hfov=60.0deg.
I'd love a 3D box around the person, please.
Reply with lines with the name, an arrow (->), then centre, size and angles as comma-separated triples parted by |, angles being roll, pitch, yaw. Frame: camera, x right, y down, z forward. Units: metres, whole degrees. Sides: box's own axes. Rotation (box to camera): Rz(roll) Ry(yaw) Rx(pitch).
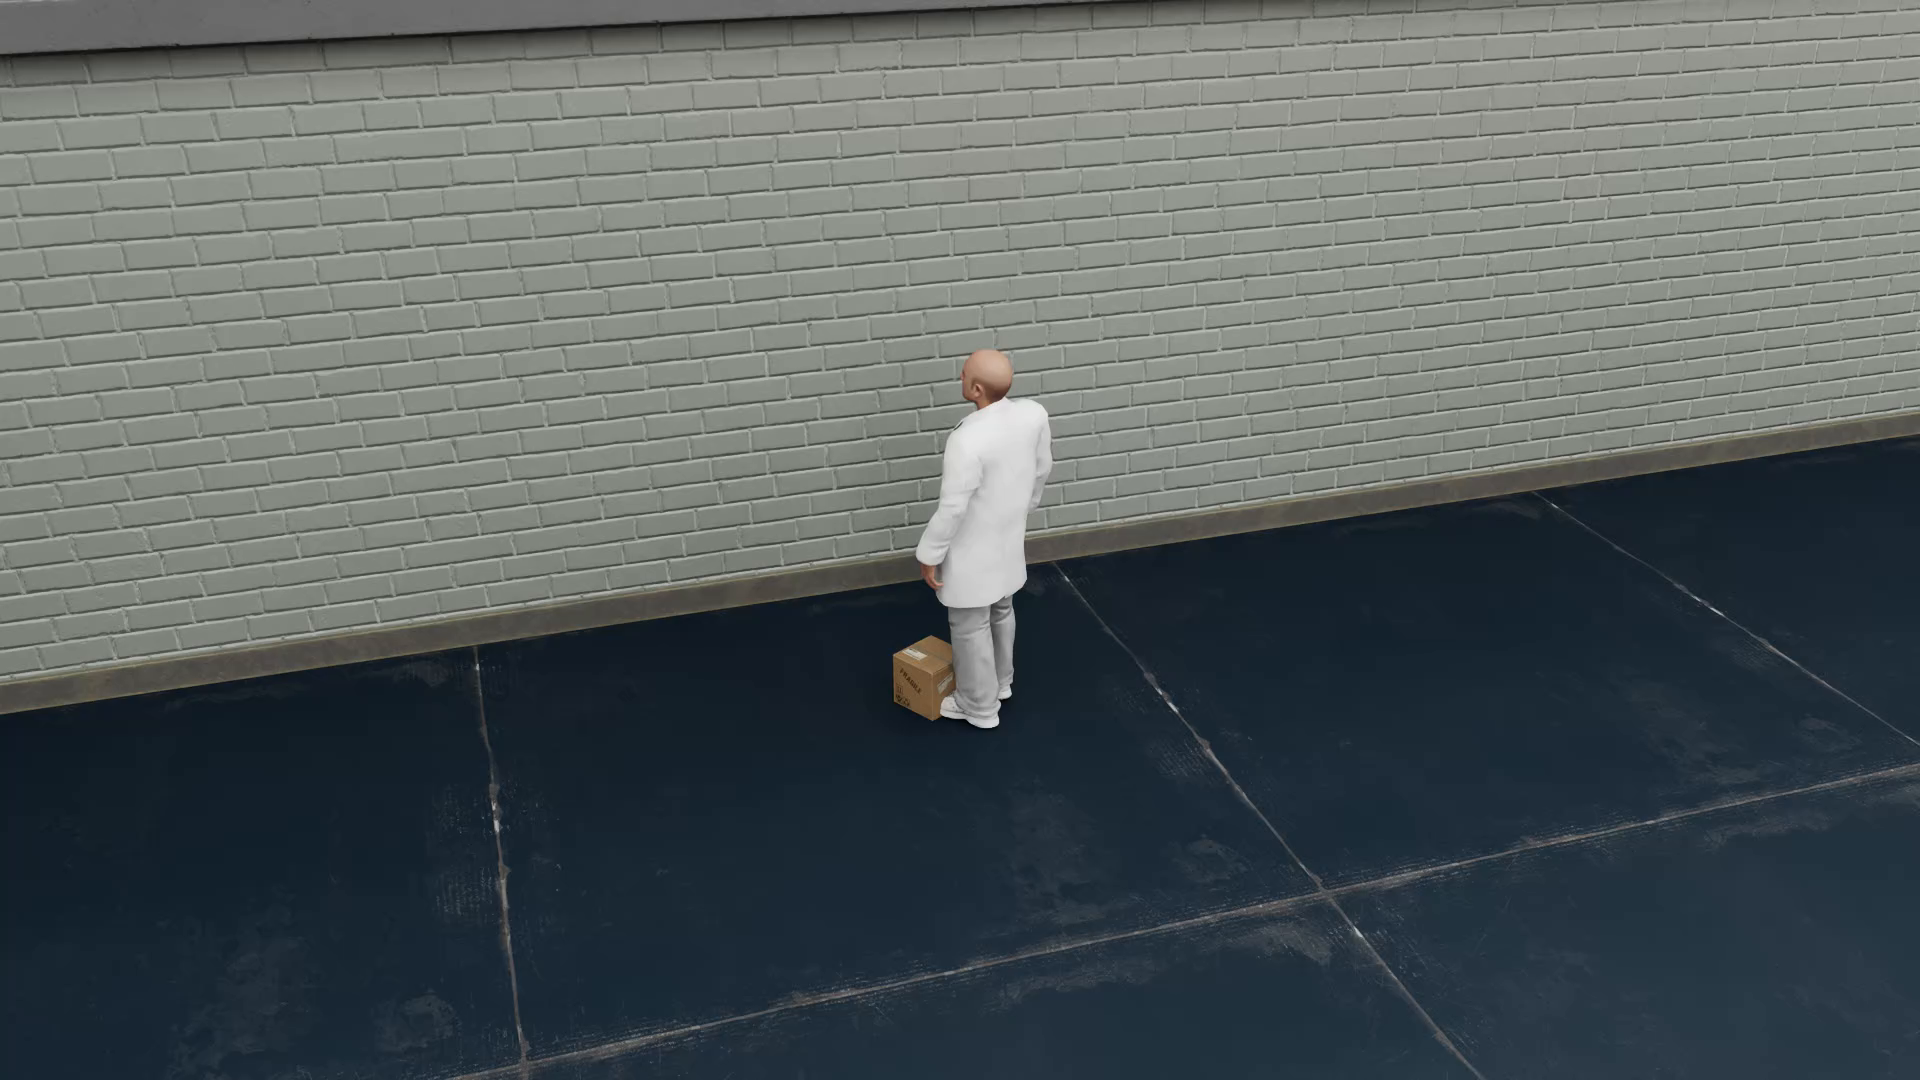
person -> 0.025, -0.020, 7.150 | 0.578, 1.780, 0.698 | 23, 34, 38
